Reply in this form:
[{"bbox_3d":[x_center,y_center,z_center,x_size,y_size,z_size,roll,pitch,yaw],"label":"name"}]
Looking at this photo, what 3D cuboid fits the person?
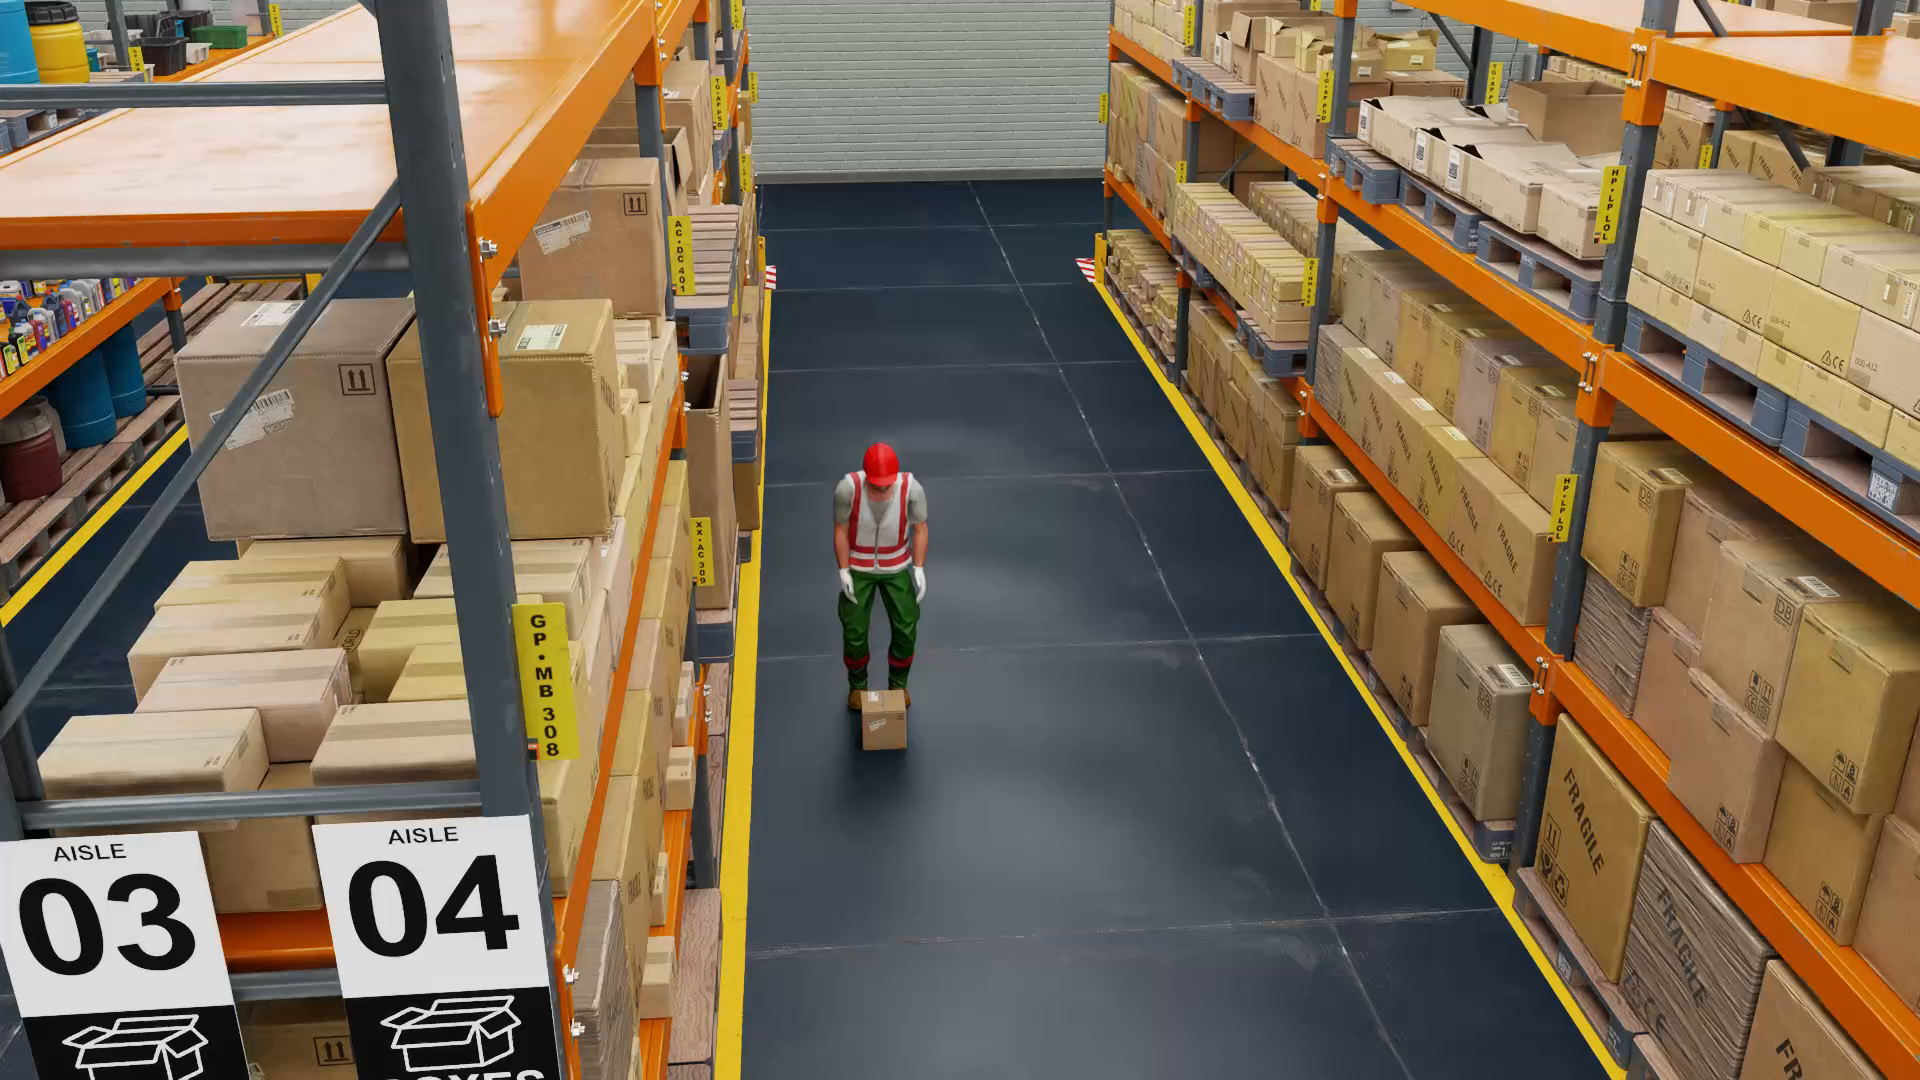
[{"bbox_3d":[-0.454,0.213,9.737,0.560,1.666,0.558,-2,24,-4],"label":"person"}]
